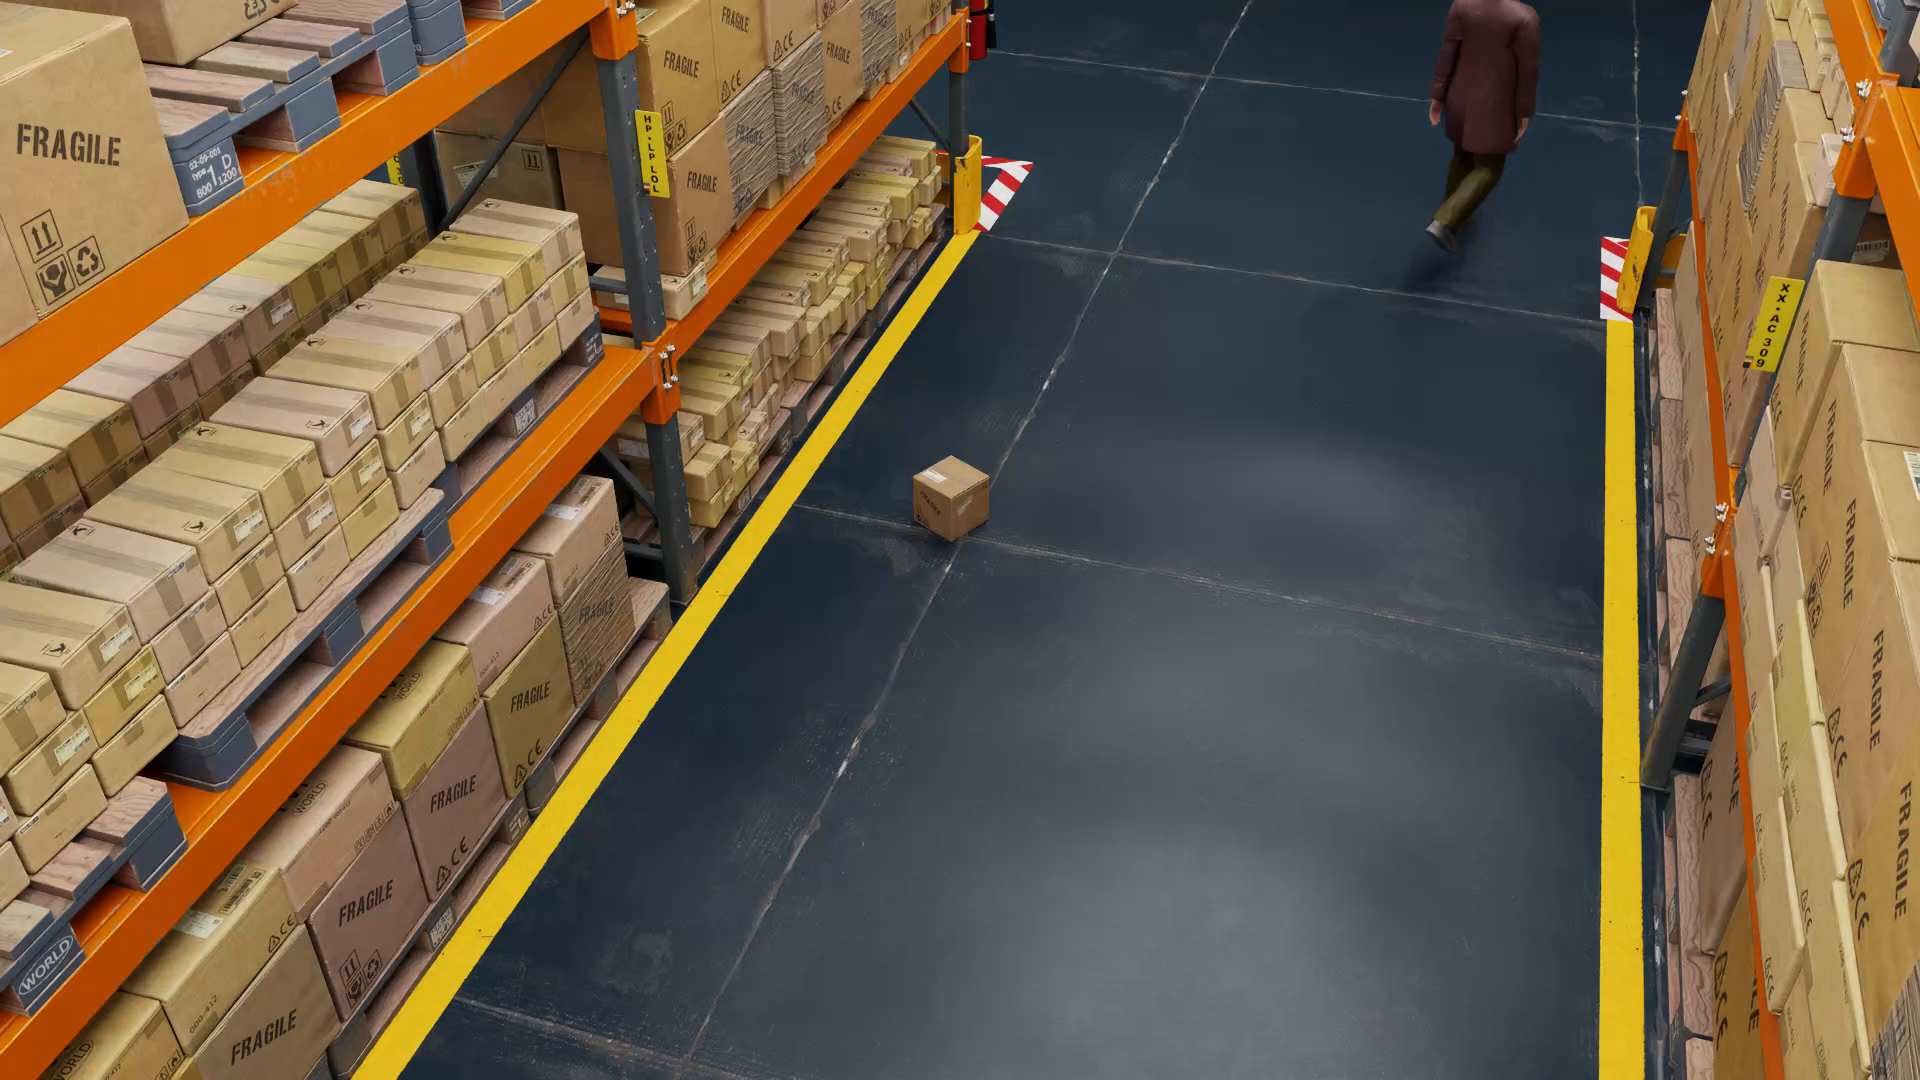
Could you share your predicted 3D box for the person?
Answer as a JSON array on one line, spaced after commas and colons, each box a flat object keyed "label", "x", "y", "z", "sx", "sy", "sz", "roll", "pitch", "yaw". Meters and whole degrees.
[{"label": "person", "x": 2.959, "y": -2.477, "z": 9.495, "sx": 0.627, "sy": 1.759, "sz": 0.901, "roll": 31, "pitch": 46, "yaw": 34}]
